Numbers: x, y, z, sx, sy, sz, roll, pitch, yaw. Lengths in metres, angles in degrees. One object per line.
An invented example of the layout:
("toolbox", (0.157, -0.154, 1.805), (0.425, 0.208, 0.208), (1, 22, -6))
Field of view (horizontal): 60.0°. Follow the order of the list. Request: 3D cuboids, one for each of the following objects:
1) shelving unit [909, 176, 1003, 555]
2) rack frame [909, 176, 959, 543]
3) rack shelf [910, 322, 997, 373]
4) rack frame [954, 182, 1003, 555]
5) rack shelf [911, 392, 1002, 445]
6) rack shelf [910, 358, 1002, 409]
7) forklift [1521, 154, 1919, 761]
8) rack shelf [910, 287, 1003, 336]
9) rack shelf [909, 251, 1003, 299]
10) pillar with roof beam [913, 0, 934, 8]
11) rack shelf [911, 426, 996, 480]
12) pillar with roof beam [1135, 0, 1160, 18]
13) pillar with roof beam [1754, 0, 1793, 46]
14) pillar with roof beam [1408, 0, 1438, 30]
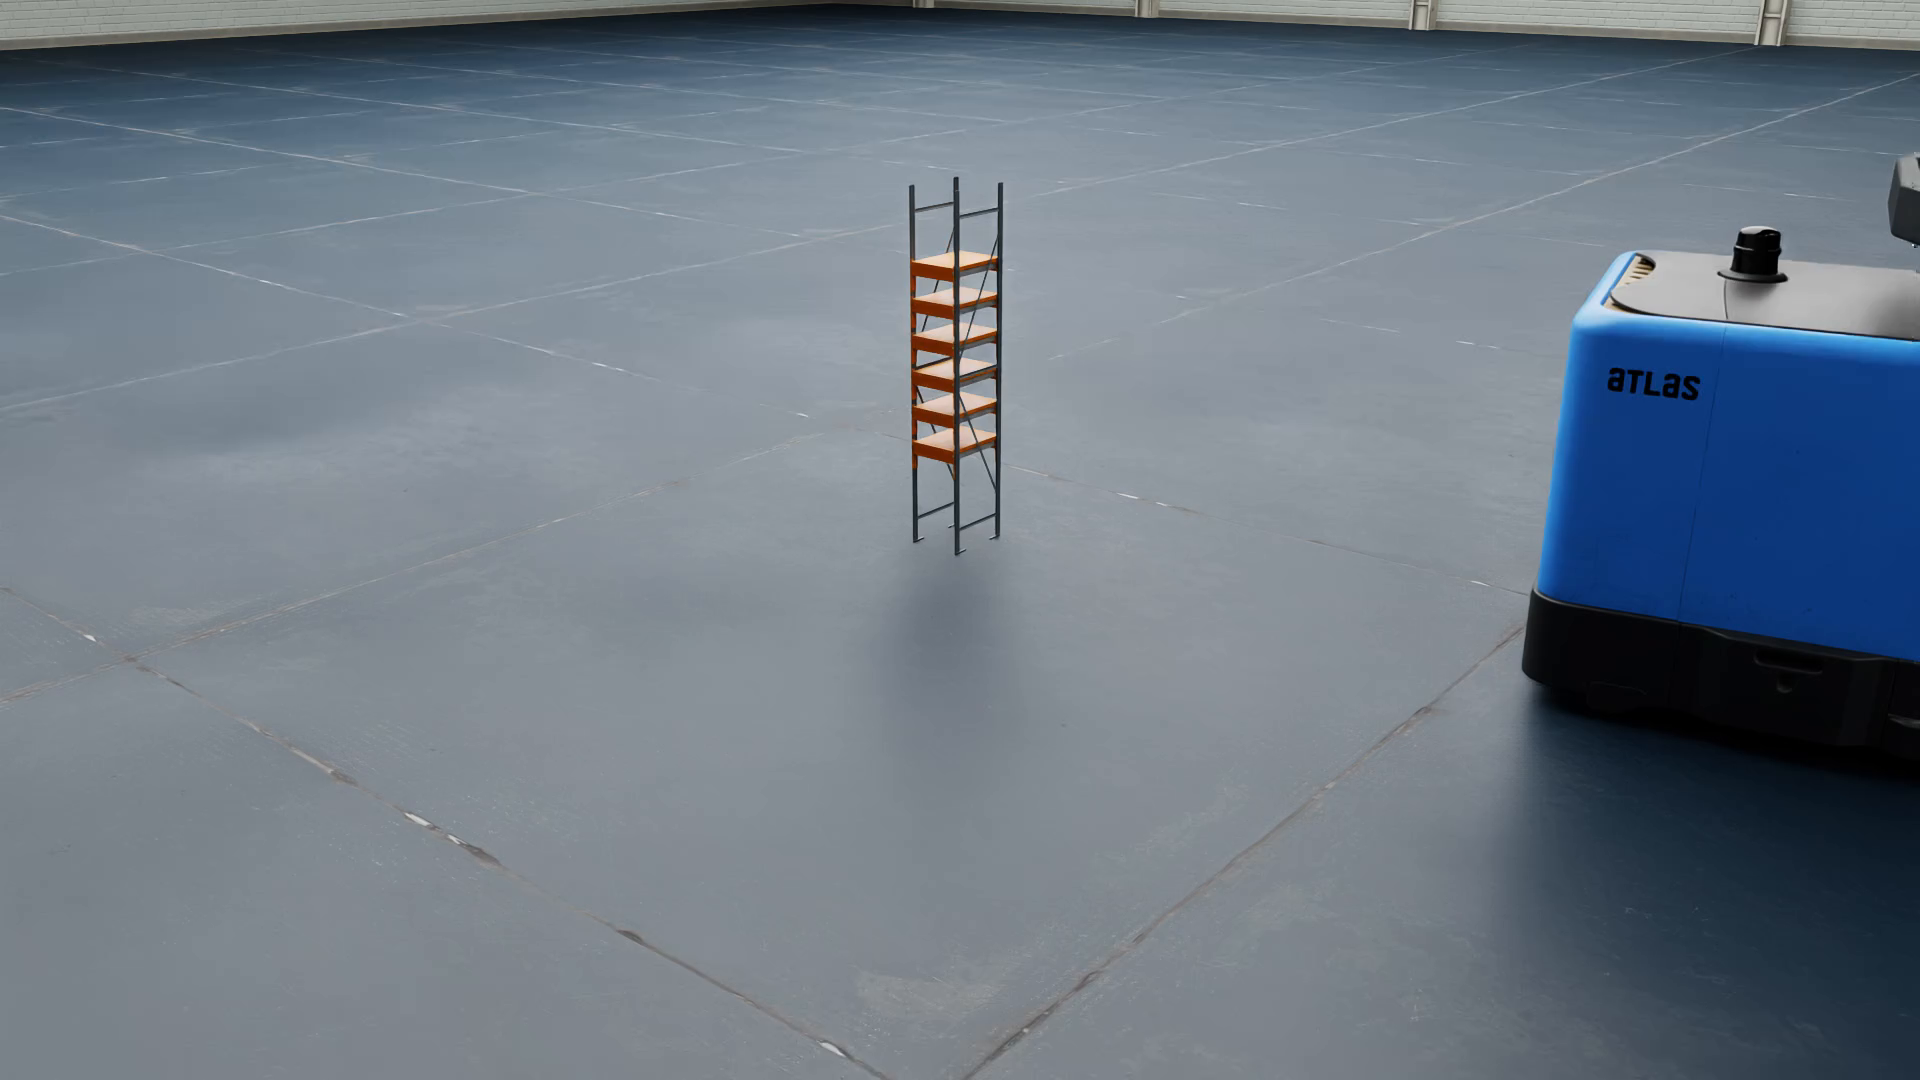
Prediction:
("shelving unit", (-0.011, -0.565, 5.465), (0.189, 1.200, 0.258), (16, 26, 36))
("rack frame", (-0.082, -0.585, 5.519), (0.006, 1.200, 0.240), (16, 26, 36))
("rack shelf", (-0.011, -0.635, 5.438), (0.180, 0.103, 0.258), (16, 26, 36))
("rack frame", (0.060, -0.544, 5.411), (0.006, 1.200, 0.240), (16, 26, 36))
("rack shelf", (-0.011, -0.411, 5.523), (0.180, 0.103, 0.258), (16, 26, 36))
("rack shelf", (-0.011, -0.523, 5.481), (0.180, 0.103, 0.258), (16, 26, 36))
("forklift", (3.079, -0.851, 3.771), (3.031, 2.935, 1.130), (10, 23, 25))
("rack shelf", (-0.011, -0.748, 5.396), (0.180, 0.103, 0.258), (16, 26, 36))
("rack shelf", (-0.011, -0.860, 5.354), (0.180, 0.103, 0.258), (16, 26, 36))
("pillar with roof beam", (-3.540, -15.080, 32.904), (0.400, 9.000, 9.100), (16, 26, 36))
("rack shelf", (-0.011, -0.298, 5.565), (0.180, 0.103, 0.258), (16, 26, 36))
("pillar with roof beam", (1.108, -13.741, 29.354), (0.400, 9.000, 9.100), (16, 26, 36))
("pillar with roof beam", (10.405, -11.064, 22.254), (0.400, 9.000, 9.100), (16, 26, 36))
("pillar with roof beam", (5.757, -12.403, 25.804), (0.400, 9.000, 9.100), (16, 26, 36))
